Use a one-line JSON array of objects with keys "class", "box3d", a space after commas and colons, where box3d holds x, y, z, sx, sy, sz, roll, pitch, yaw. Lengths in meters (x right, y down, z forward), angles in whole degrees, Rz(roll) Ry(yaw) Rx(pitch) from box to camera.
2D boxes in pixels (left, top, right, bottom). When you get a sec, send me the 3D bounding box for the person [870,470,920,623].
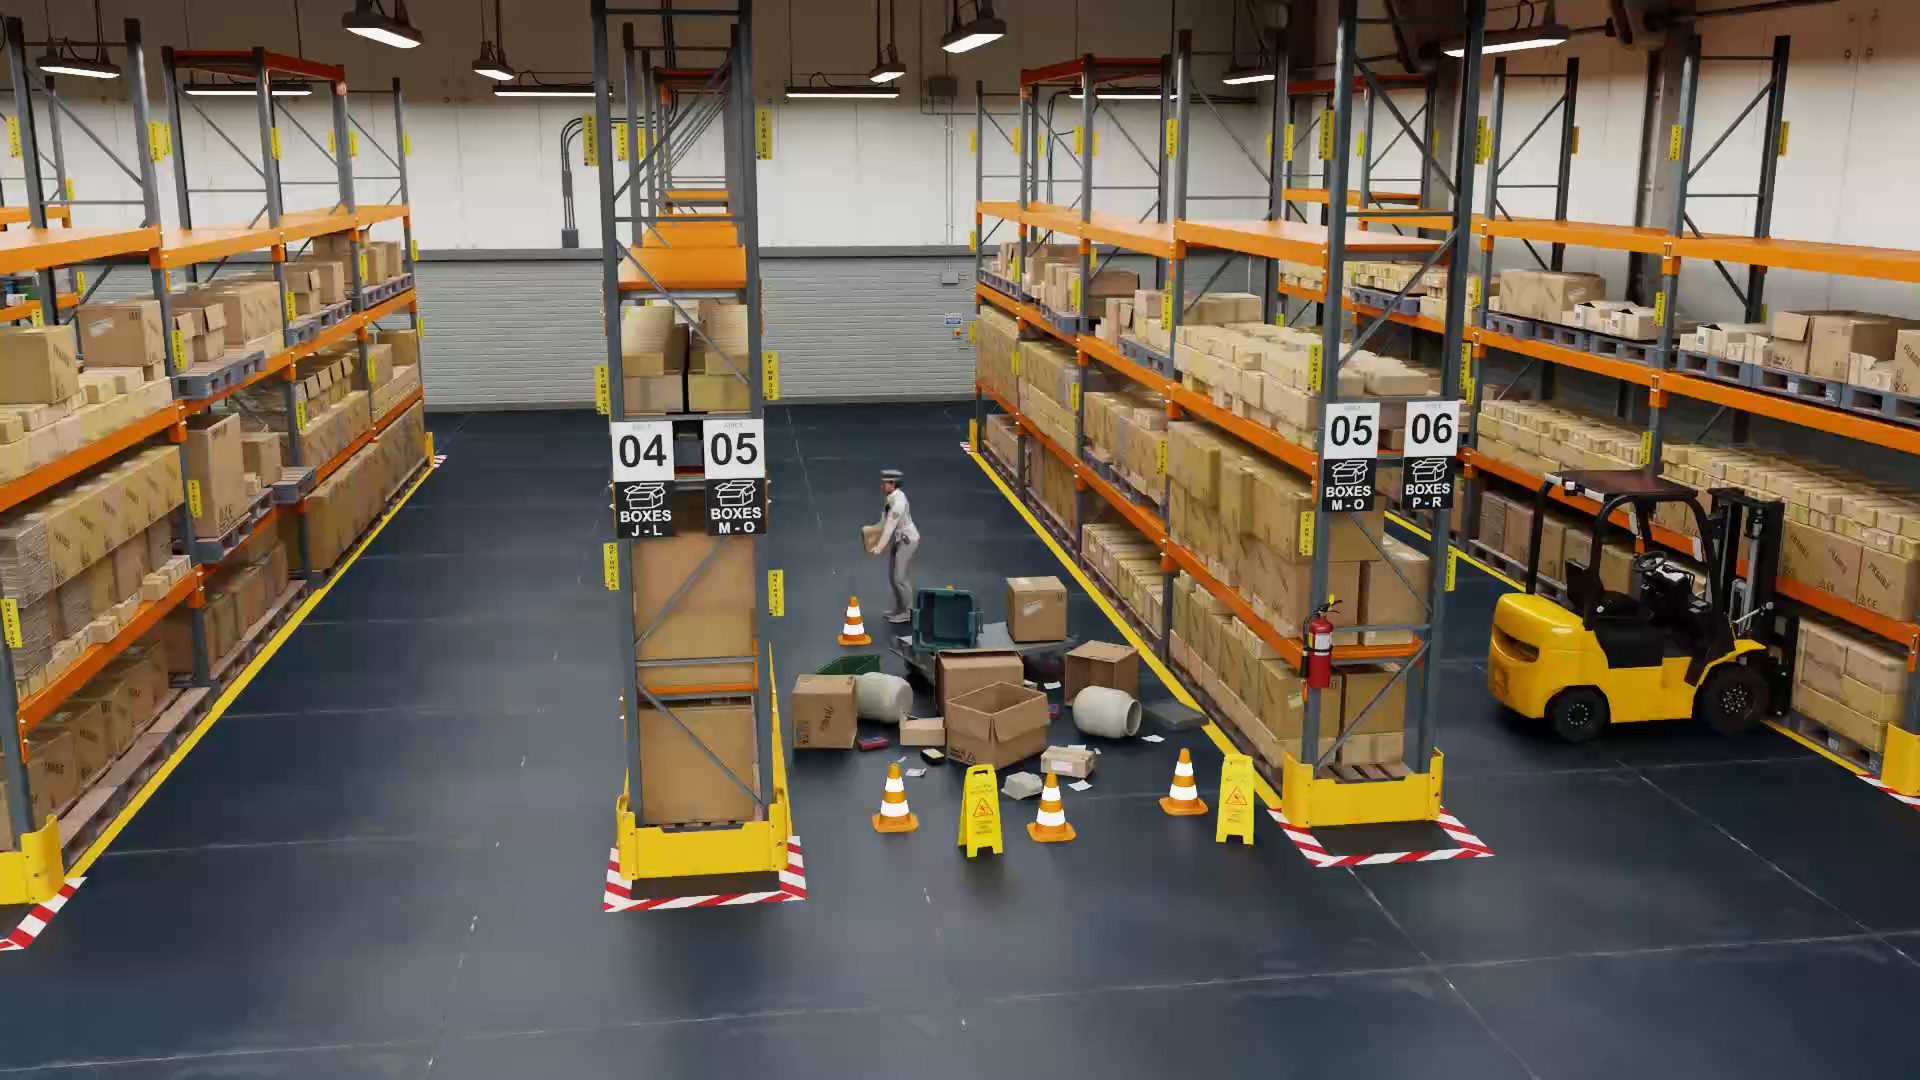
[{"class": "person", "box3d": [-0.704, 0.057, 17.799, 0.551, 1.648, 0.416, -2, 13, -9]}]
